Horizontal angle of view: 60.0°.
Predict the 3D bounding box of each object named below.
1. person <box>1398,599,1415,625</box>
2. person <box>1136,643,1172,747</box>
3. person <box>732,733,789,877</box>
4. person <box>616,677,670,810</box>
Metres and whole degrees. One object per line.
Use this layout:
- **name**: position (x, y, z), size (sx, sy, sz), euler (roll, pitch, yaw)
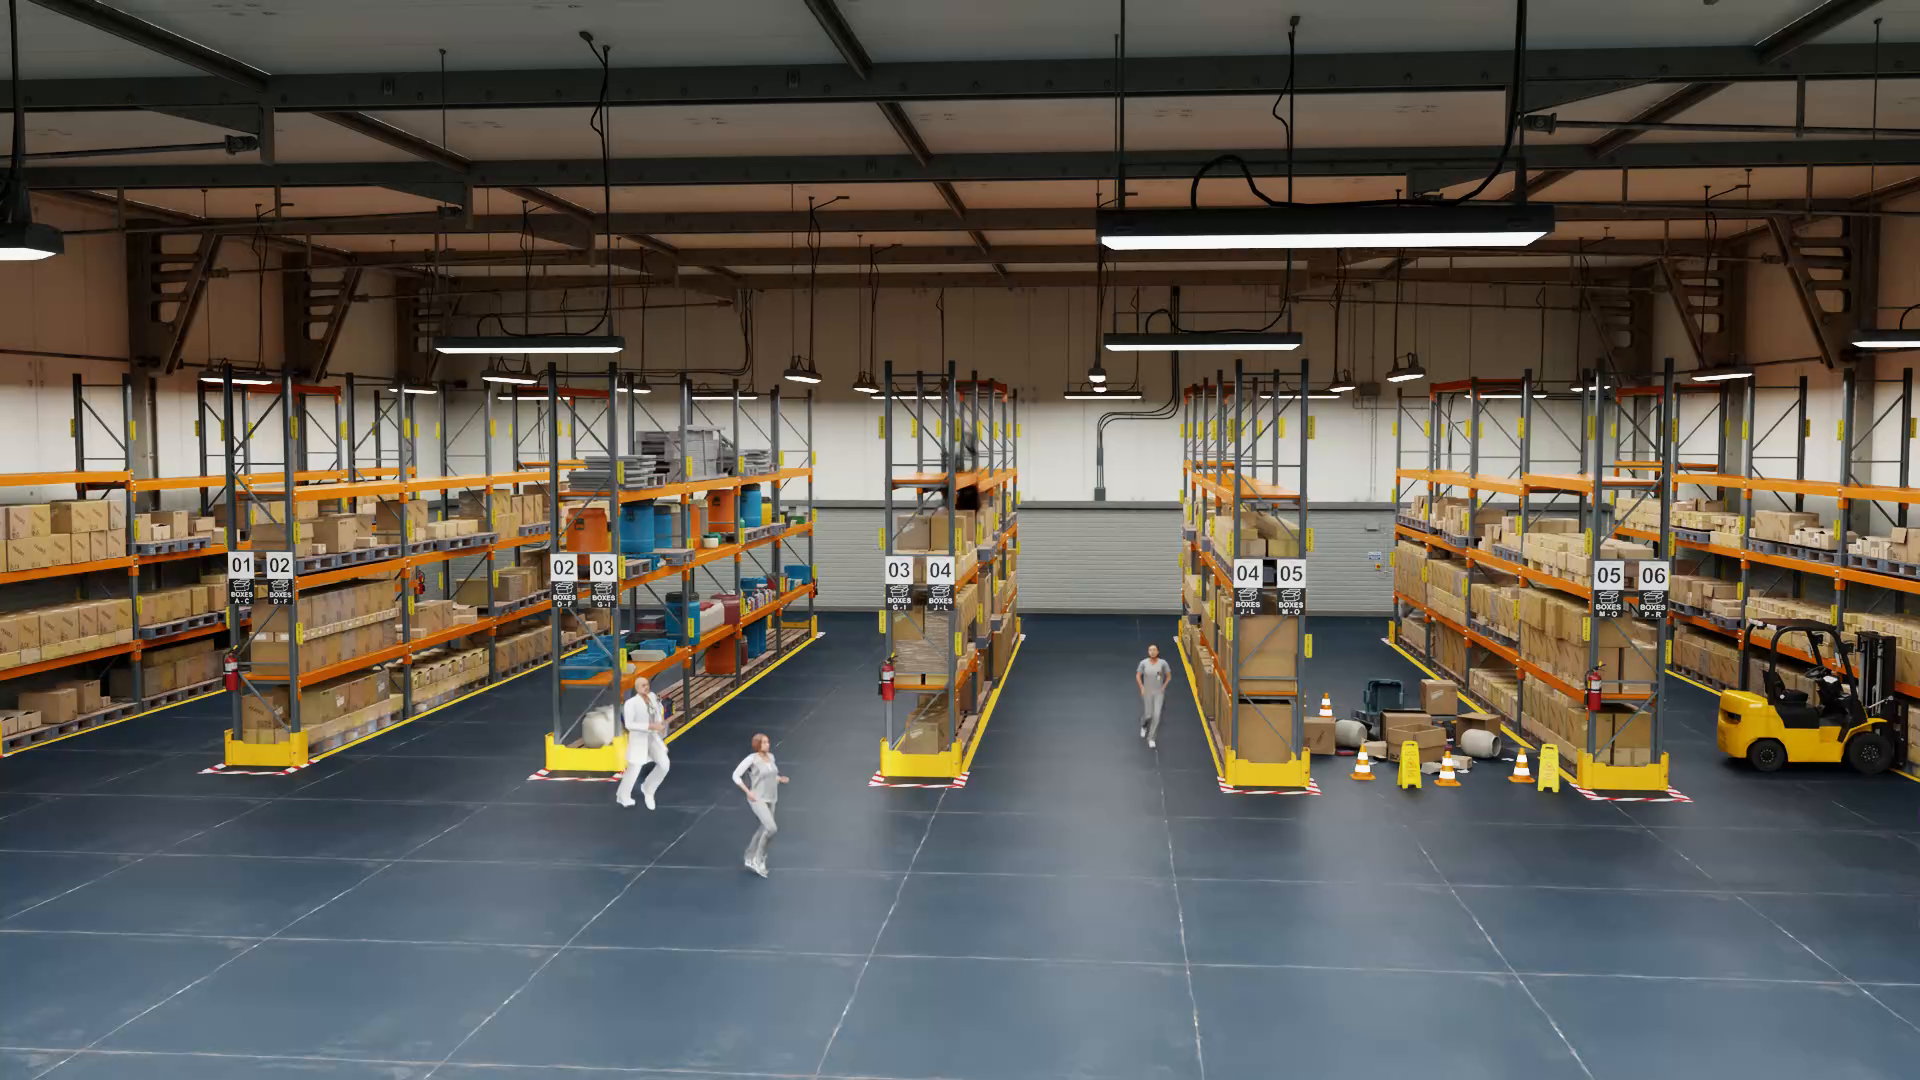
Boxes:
- **person**: position (10.909, 1.492, 40.411), size (0.600, 1.710, 0.699), euler (2, 4, 29)
- **person**: position (3.090, 2.462, 26.475), size (0.560, 1.623, 0.605), euler (0, 4, 3)
- **person**: position (-2.210, 2.977, 18.711), size (0.635, 1.610, 0.518), euler (2, 4, 33)
- **person**: position (-4.147, 2.712, 21.907), size (0.919, 1.681, 0.735), euler (3, 5, 42)
